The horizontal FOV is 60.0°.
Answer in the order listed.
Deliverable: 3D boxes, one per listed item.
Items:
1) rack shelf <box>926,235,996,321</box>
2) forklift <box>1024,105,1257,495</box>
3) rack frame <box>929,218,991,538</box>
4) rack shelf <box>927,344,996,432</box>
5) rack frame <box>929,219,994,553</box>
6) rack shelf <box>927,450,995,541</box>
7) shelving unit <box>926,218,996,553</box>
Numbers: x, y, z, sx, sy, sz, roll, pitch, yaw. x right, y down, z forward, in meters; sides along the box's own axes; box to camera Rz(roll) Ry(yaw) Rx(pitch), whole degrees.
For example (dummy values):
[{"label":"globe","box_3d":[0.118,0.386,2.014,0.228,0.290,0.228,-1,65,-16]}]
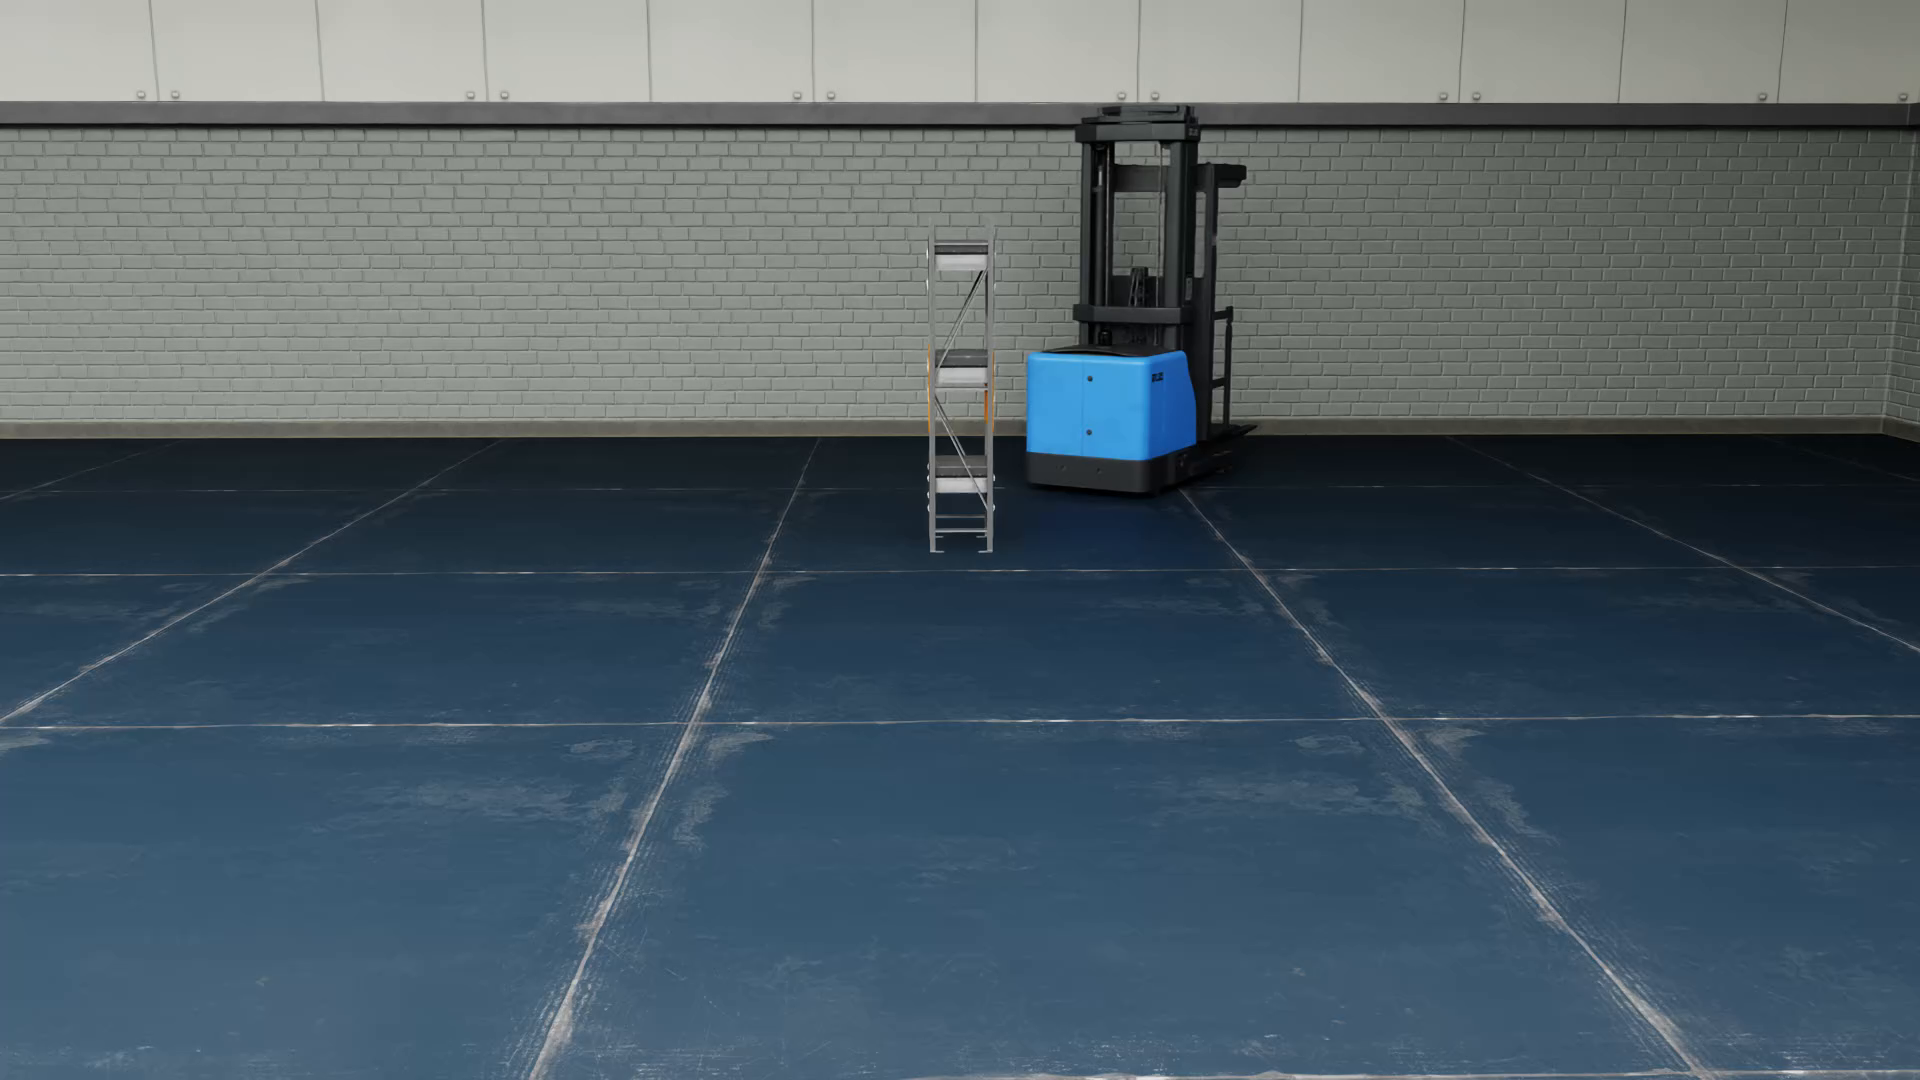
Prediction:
[{"label":"rack shelf","box_3d":[0.003,-1.669,10.552,0.431,0.518,0.480,0,11,-1]},{"label":"forklift","box_3d":[1.659,-2.026,13.673,1.130,2.935,3.031,6,13,29]},{"label":"rack frame","box_3d":[-0.002,-1.045,10.927,0.400,2.100,0.015,0,11,-1]},{"label":"rack shelf","box_3d":[0.003,-0.983,10.691,0.431,0.518,0.480,0,11,-1]},{"label":"rack frame","box_3d":[0.008,-0.948,10.449,0.400,2.100,0.015,0,11,-1]},{"label":"rack shelf","box_3d":[0.003,-0.297,10.830,0.431,0.518,0.480,0,11,-1]},{"label":"shelving unit","box_3d":[0.003,-0.996,10.688,0.431,2.100,0.503,0,11,-1]}]
